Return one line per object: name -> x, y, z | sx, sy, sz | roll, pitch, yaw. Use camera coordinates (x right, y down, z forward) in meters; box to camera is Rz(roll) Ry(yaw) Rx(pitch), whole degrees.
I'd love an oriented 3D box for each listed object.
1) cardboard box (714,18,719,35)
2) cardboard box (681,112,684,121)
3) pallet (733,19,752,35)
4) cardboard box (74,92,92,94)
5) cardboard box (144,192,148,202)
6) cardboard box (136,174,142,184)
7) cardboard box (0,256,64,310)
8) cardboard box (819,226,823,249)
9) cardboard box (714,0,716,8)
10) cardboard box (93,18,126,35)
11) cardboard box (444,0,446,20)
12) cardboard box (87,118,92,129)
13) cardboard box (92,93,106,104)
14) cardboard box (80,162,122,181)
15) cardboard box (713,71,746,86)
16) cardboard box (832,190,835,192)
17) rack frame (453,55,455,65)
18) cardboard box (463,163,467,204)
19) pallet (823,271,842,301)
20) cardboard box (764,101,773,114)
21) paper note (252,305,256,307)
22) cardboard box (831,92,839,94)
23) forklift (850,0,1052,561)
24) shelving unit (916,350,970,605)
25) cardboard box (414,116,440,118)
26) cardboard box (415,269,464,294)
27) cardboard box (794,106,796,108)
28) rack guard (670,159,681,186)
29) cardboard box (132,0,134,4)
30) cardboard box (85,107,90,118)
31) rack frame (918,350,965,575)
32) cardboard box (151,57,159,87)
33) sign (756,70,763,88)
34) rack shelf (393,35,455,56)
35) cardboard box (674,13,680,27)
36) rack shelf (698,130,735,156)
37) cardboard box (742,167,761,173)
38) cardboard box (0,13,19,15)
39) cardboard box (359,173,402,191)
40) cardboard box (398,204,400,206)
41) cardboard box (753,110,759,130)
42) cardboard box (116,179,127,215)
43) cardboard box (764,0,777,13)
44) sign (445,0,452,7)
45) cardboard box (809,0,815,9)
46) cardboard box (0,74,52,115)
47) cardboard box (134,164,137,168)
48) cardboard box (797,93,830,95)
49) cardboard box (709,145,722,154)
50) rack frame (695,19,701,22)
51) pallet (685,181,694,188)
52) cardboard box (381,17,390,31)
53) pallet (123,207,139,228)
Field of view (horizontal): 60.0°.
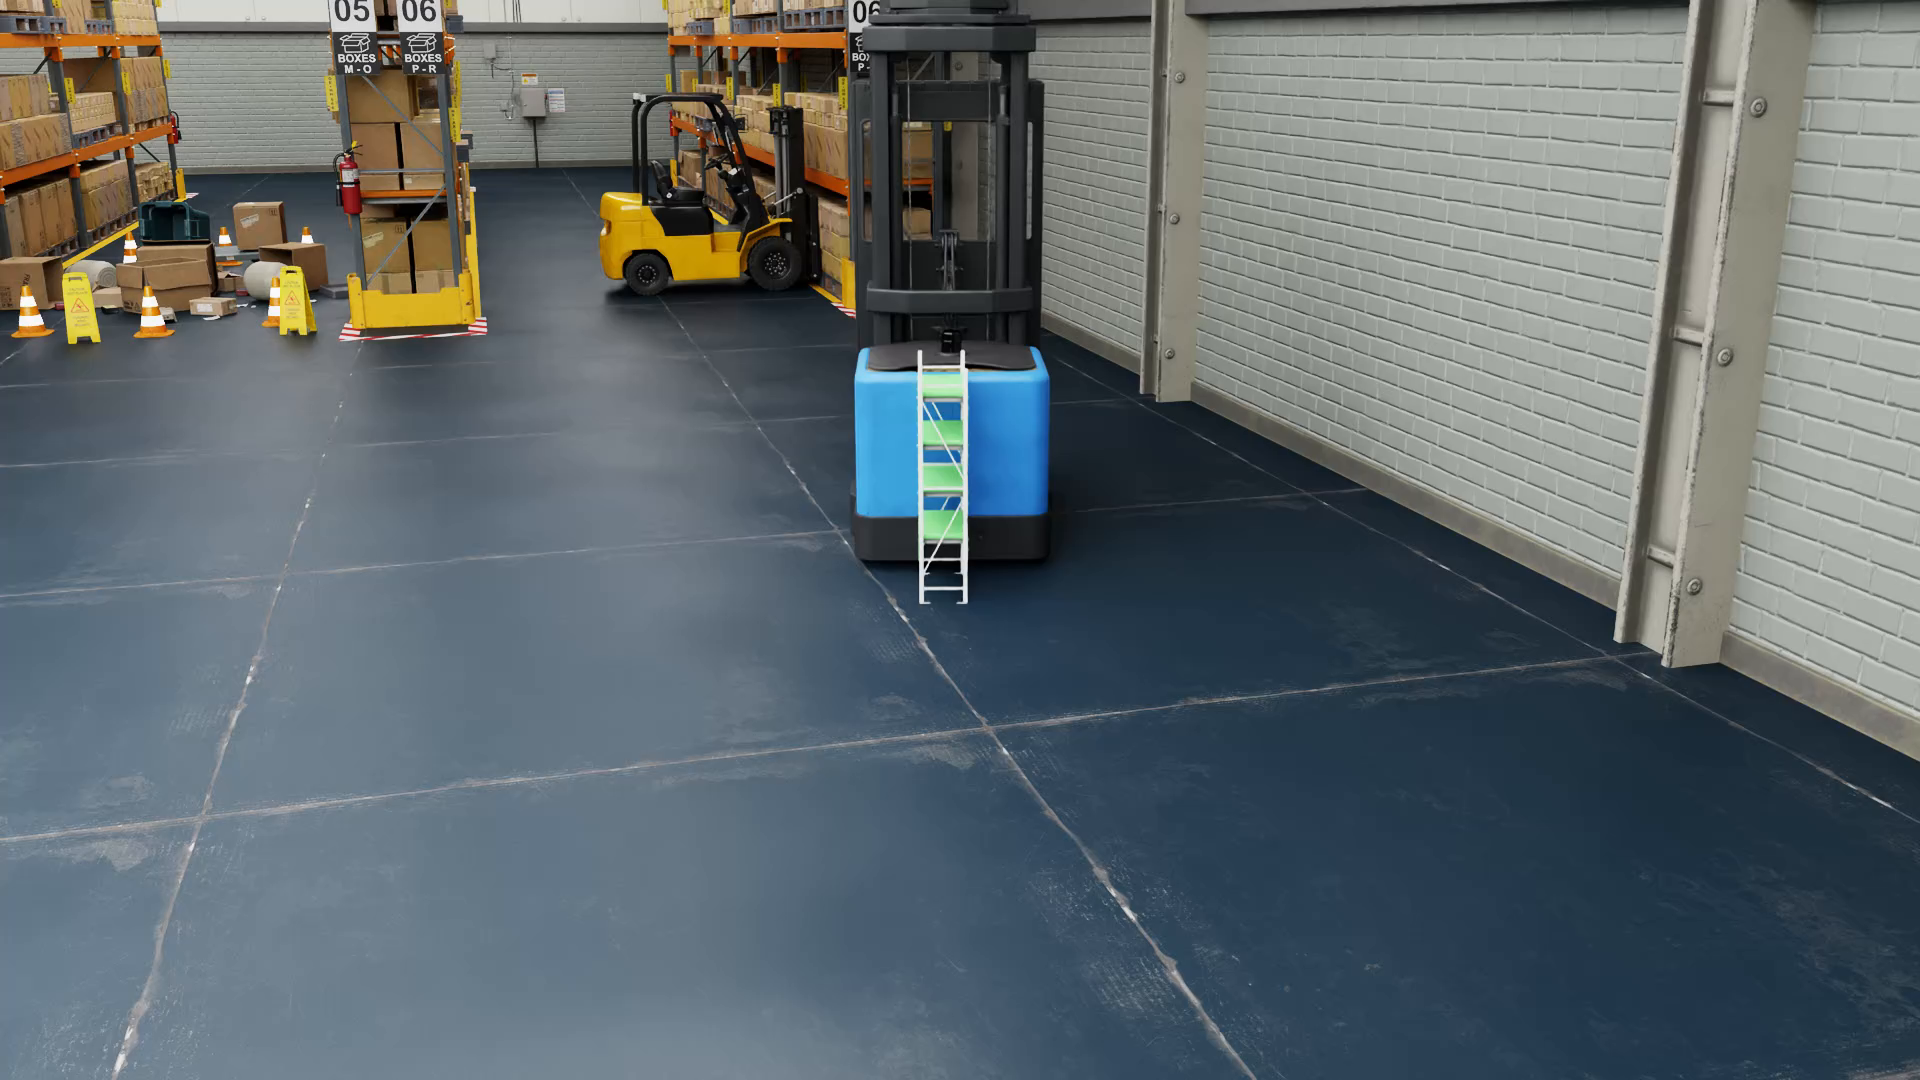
cardboard box -> -3.525, -7.957, 25.775 | 0.500, 0.250, 0.500 | -5, 17, -15
cardboard box -> -4.939, -7.812, 30.681 | 0.380, 0.149, 0.250 | -5, 17, -17
pallet -> -2.601, -7.358, 23.847 | 1.213, 0.211, 1.003 | -4, 17, -13
cardboard box -> -13.881, -6.788, 26.144 | 0.500, 0.500, 0.500 | -5, 17, -15
cardboard box -> -13.340, -5.521, 26.845 | 0.380, 0.149, 0.250 | -4, 17, -14
cardboard box -> -13.390, -5.799, 26.735 | 0.380, 0.149, 0.250 | -4, 17, -13
cardboard box -> -9.864, -2.729, 17.663 | 0.500, 0.500, 0.500 | -2, 17, -6
cardboard box -> -1.399, -3.494, 19.050 | 0.500, 0.250, 0.500 | -5, 17, -17
cardboard box -> -3.609, -8.321, 25.776 | 0.380, 0.149, 0.250 | -5, 17, -15
cardboard box -> -13.350, -8.000, 25.916 | 0.500, 0.250, 0.500 | -4, 17, -12
cardboard box -> -6.165, -6.098, 19.069 | 0.500, 0.250, 0.500 | -5, 17, -16
cardboard box -> -12.672, -5.967, 23.808 | 0.380, 0.149, 0.250 | -4, 17, -15
cardboard box -> -13.034, -6.610, 24.917 | 0.380, 0.149, 0.250 | -5, 18, -17
cardboard box -> -12.900, -5.520, 24.926 | 0.500, 0.250, 0.500 | -4, 17, -13
cardboard box -> -4.126, -8.161, 29.848 | 0.500, 0.500, 0.500 | -5, 17, -17
cardboard box -> -1.299, -4.189, 20.496 | 0.500, 0.250, 0.500 | -5, 17, -16
rack frame -> -9.844, -8.012, 30.910 | 1.000, 3.000, 0.127 | -5, 17, -15
cardboard box -> -8.241, -5.674, 26.092 | 0.875, 0.875, 0.875 | -4, 17, -14
pallet -> -0.926, -2.852, 18.580 | 1.003, 0.211, 1.213 | -5, 17, -15
cardboard box -> -2.386, -5.725, 21.997 | 0.380, 0.149, 0.250 | -5, 18, -17
paper note -> -7.529, -2.492, 17.729 | 0.032, 0.001, 0.123 | -5, 17, -15
cardboard box -> -1.396, -5.522, 20.804 | 0.380, 0.149, 0.250 | -5, 17, -15
forklift -> -0.075, -1.664, 9.896 | 1.130, 2.935, 3.031 | 0, 17, -1
shelving unit -> -0.089, -0.322, 8.439 | 0.258, 1.200, 0.503 | 0, 17, -1
cardboard box -> -5.597, -4.213, 17.573 | 0.500, 0.500, 0.500 | -5, 17, -16
cardboard box -> -5.402, -2.715, 17.327 | 0.500, 0.250, 0.500 | -5, 17, -16
cardboard box -> -1.867, -5.264, 20.461 | 0.380, 0.149, 0.250 | -4, 17, -14
rack guard -> -5.051, -7.187, 32.509 | 1.175, 0.500, 0.348 | -5, 17, -15
cardboard box -> -13.800, -8.891, 27.323 | 0.380, 0.149, 0.250 | -5, 17, -17
cardboard box -> -12.672, -6.108, 23.763 | 0.380, 0.149, 0.250 | -5, 17, -16
rack frame -> -0.095, -0.392, 8.673 | 0.240, 1.200, 0.015 | 0, 17, -1
cardboard box -> -14.071, -8.015, 28.490 | 0.500, 0.500, 0.500 | -5, 18, -17
sign -> -3.440, -7.898, 28.519 | 0.100, 0.325, 0.005 | -5, 17, -15
rack shelf -> -9.294, -8.551, 28.740 | 1.077, 0.370, 4.000 | -5, 17, -15
cardboard box -> -4.925, -9.487, 30.349 | 0.500, 0.250, 0.500 | -5, 17, -17
rack shelf -> -3.423, -6.401, 26.798 | 1.077, 0.370, 4.000 | -5, 17, -15
cardboard box -> -3.253, -5.624, 25.447 | 0.380, 0.149, 0.250 | -6, 18, -18
cardboard box -> -12.778, -7.002, 22.160 | 0.500, 0.500, 0.500 | -5, 17, -15
cardboard box -> -5.755, -3.552, 16.500 | 0.380, 0.149, 0.250 | -4, 17, -13
cardboard box -> -6.447, -3.806, 18.528 | 0.380, 0.149, 0.250 | -4, 17, -12
cardboard box -> -2.559, -5.794, 22.918 | 0.500, 0.250, 0.500 | -4, 17, -14
cardboard box -> -12.890, -5.163, 25.042 | 0.500, 0.500, 0.500 | -5, 17, -17
cardboard box -> -2.208, -6.910, 21.278 | 0.500, 0.311, 0.500 | -5, 18, -17
sign -> -6.026, -6.422, 19.503 | 0.100, 0.325, 0.005 | -5, 17, -15
cardboard box -> -1.340, -6.274, 18.826 | 0.797, 0.503, 0.637 | -4, 17, -13
cardboard box -> -12.263, -5.781, 21.573 | 0.700, 0.500, 0.500 | -5, 17, -16
cardboard box -> -14.567, -6.475, 28.984 | 0.380, 0.149, 0.250 | -4, 17, -14
cardboard box -> -1.796, -5.411, 20.435 | 0.380, 0.149, 0.250 | -4, 17, -14
cardboard box -> -4.072, -6.640, 28.315 | 0.380, 0.149, 0.250 | -5, 17, -16
rack frame -> -3.973, -10.172, 27.673 | 1.000, 3.000, 0.127 | -5, 17, -15
pallet -> -4.500, -6.491, 30.695 | 1.003, 0.211, 1.213 | -5, 17, -15
cardboard box -> -5.959, -5.197, 16.761 | 0.380, 0.149, 0.250 | -5, 17, -15
pallet -> -13.261, -4.935, 25.515 | 1.003, 0.211, 1.213 | -5, 17, -15
